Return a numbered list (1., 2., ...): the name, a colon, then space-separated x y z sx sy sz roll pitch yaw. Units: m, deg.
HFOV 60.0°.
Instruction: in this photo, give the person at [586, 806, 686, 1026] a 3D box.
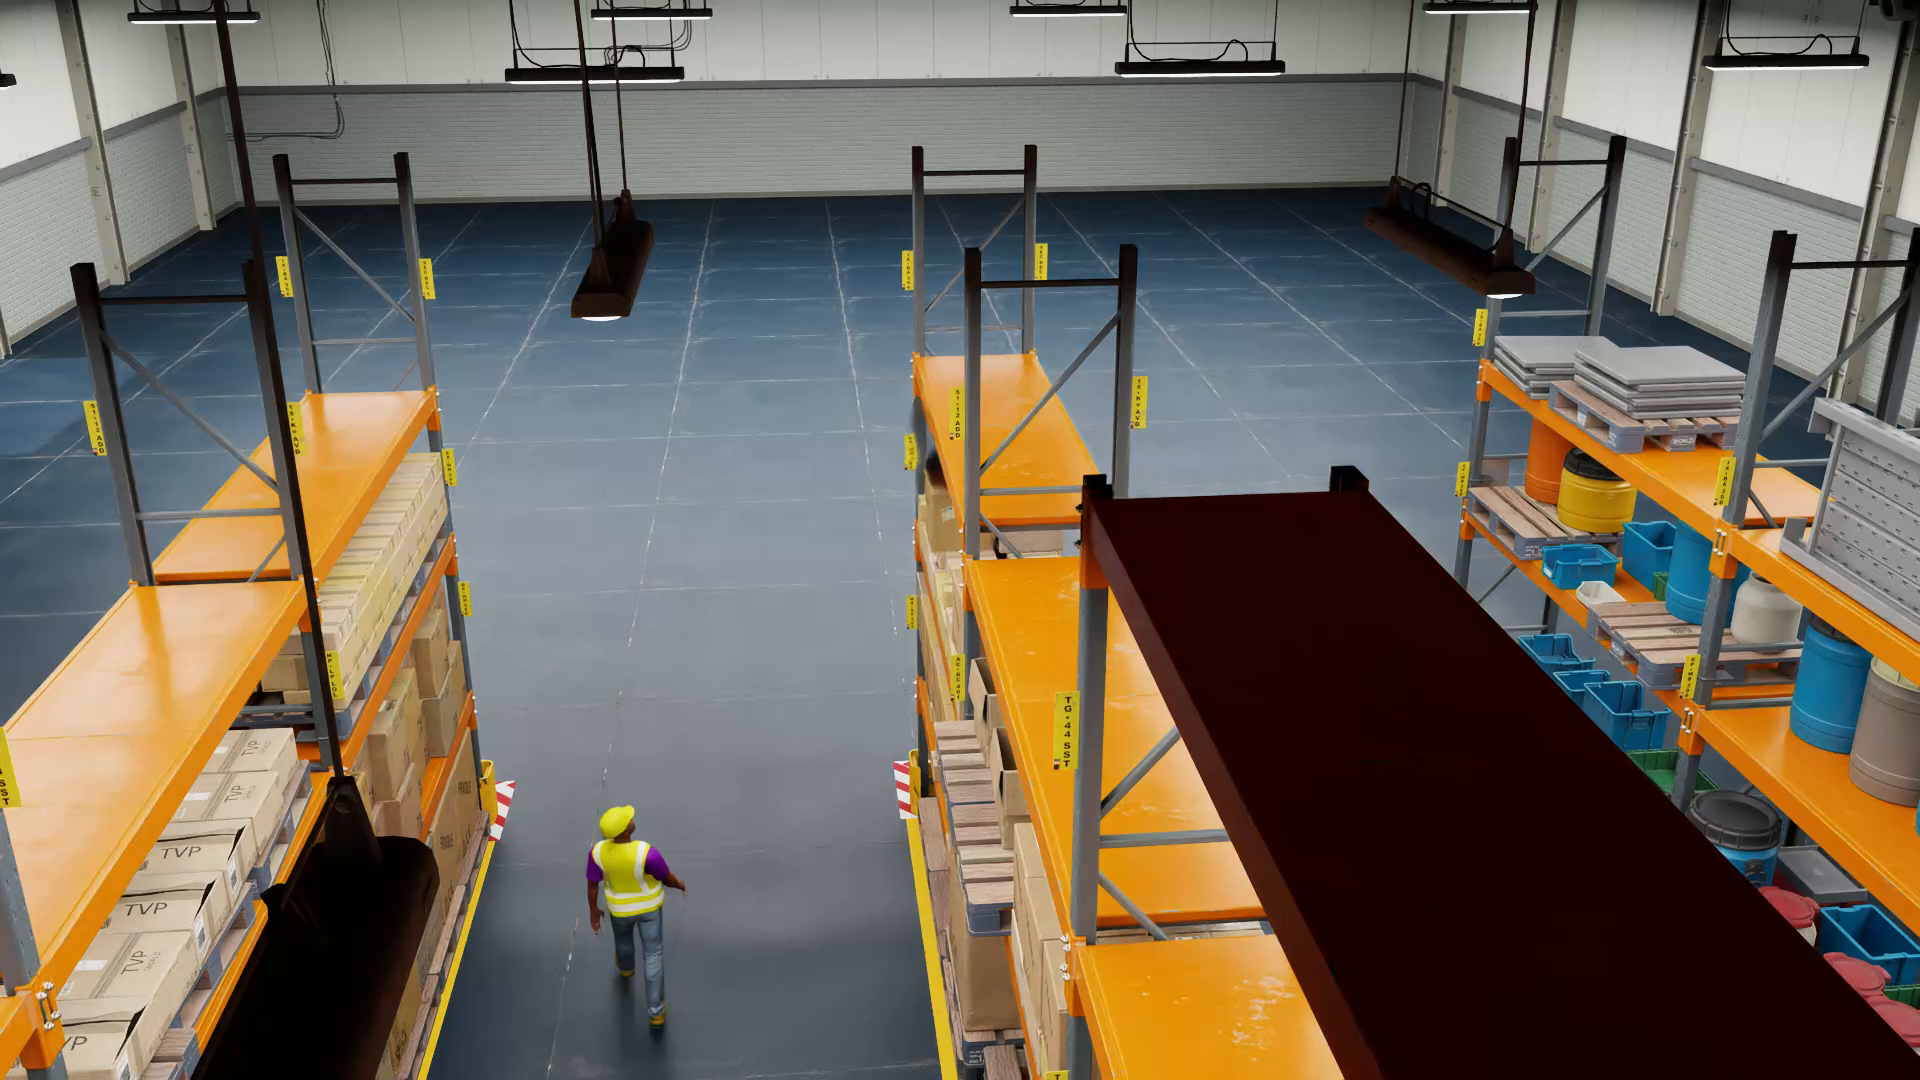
1. person: -2.422 2.698 12.499 0.730 1.704 1.053 -5 22 -13
